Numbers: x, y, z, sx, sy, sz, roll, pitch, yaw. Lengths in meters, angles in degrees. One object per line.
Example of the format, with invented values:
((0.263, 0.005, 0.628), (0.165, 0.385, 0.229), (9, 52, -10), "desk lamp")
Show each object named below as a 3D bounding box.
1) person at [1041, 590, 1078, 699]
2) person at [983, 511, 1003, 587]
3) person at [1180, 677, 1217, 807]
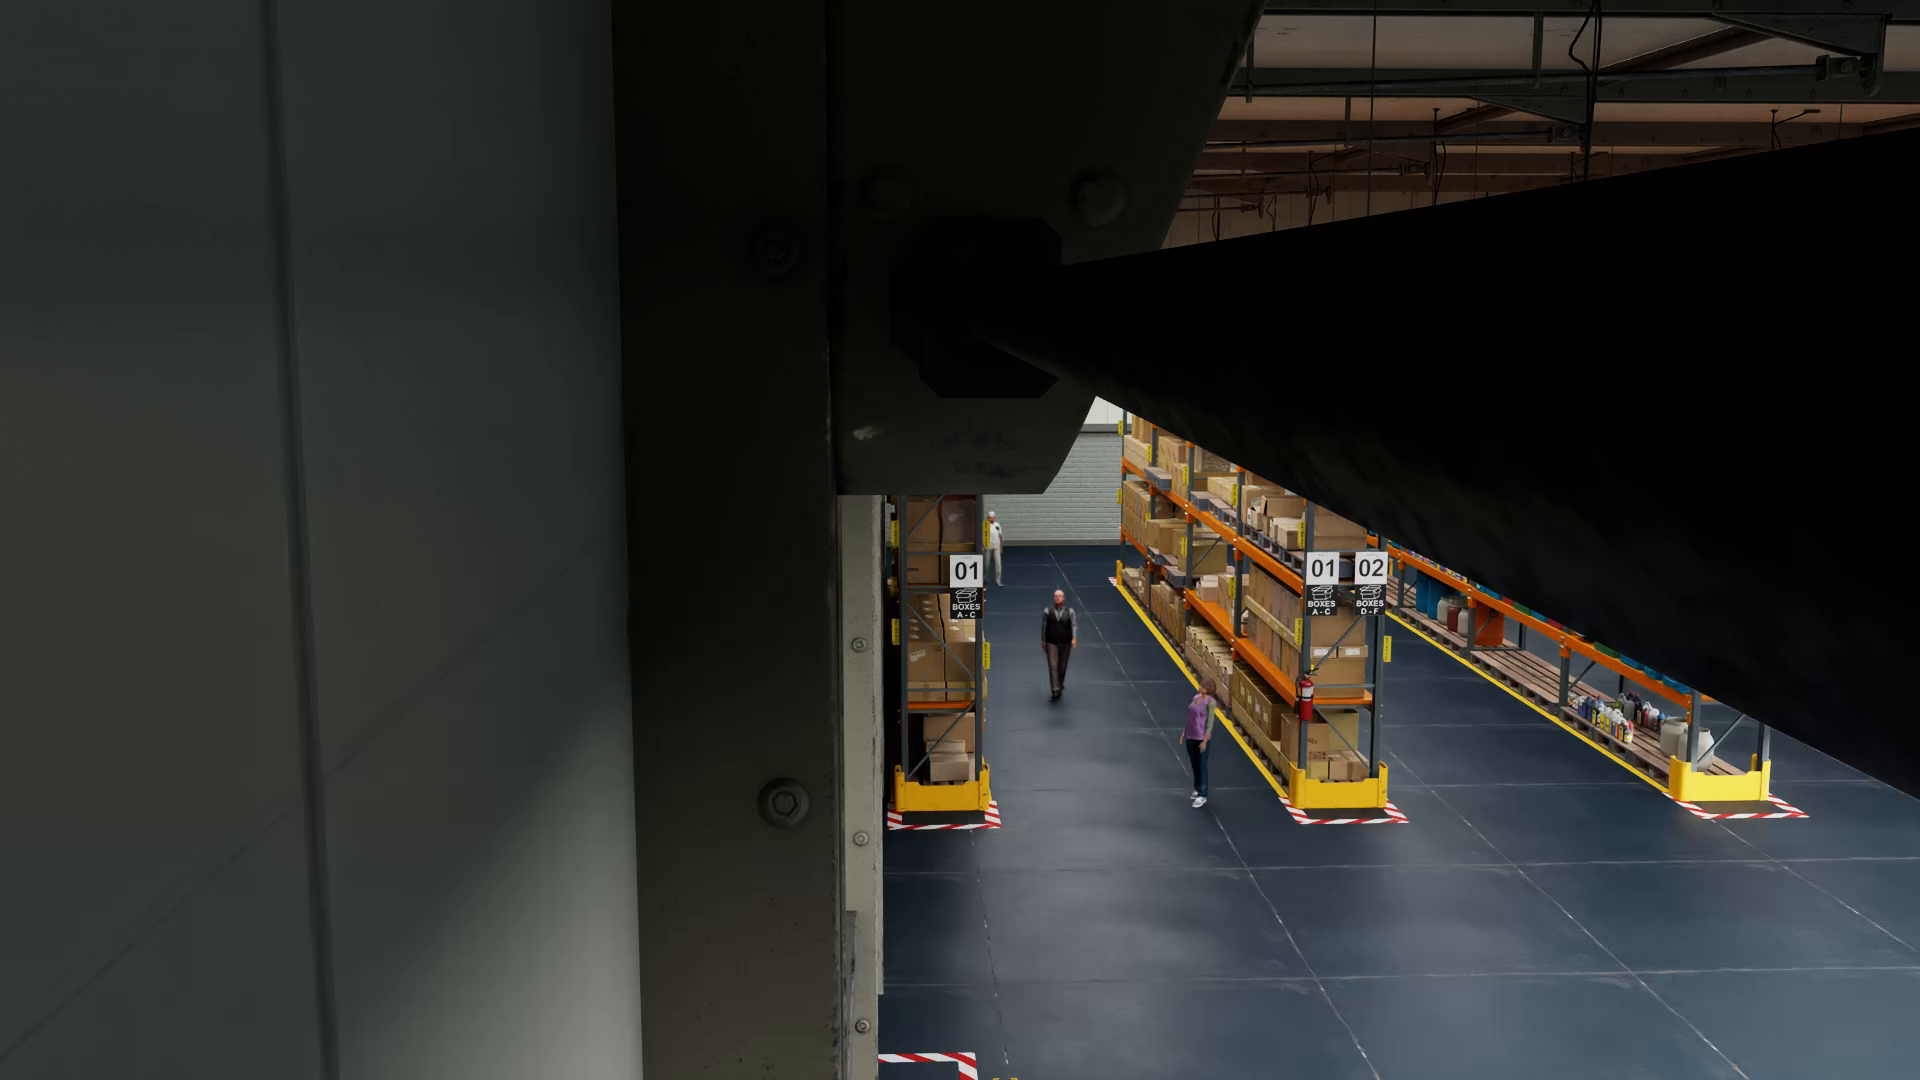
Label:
((1.582, 1.633, 26.261), (0.558, 1.669, 1.045), (-1, 8, -5), "person")
((0.698, 0.179, 36.288), (0.549, 1.621, 0.816), (-3, 9, -17), "person")
((2.985, 2.507, 20.804), (0.436, 1.595, 0.482), (8, 11, 42), "person")
